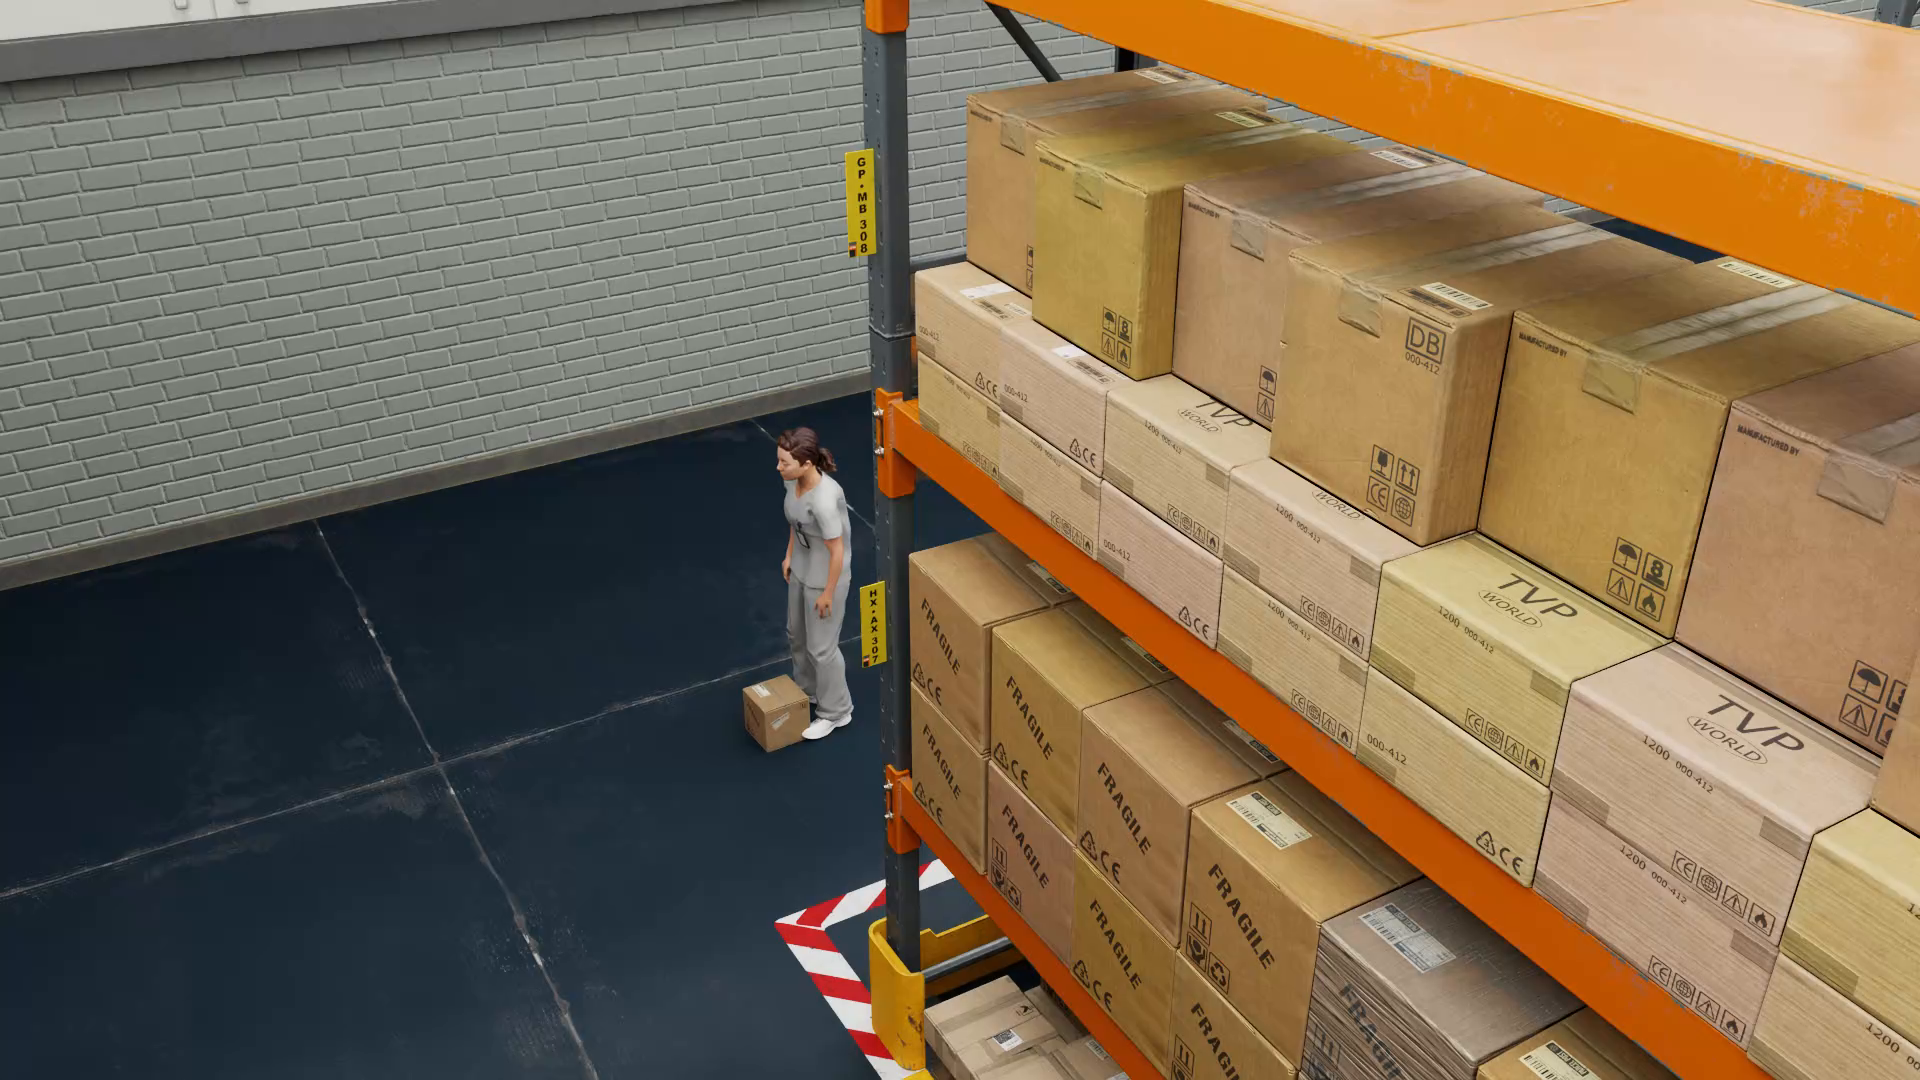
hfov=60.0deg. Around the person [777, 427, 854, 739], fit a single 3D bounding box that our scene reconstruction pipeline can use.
[{"bbox_3d":[-0.725,0.193,8.217,0.358,1.668,0.486,-16,33,-26],"label":"person"}]
